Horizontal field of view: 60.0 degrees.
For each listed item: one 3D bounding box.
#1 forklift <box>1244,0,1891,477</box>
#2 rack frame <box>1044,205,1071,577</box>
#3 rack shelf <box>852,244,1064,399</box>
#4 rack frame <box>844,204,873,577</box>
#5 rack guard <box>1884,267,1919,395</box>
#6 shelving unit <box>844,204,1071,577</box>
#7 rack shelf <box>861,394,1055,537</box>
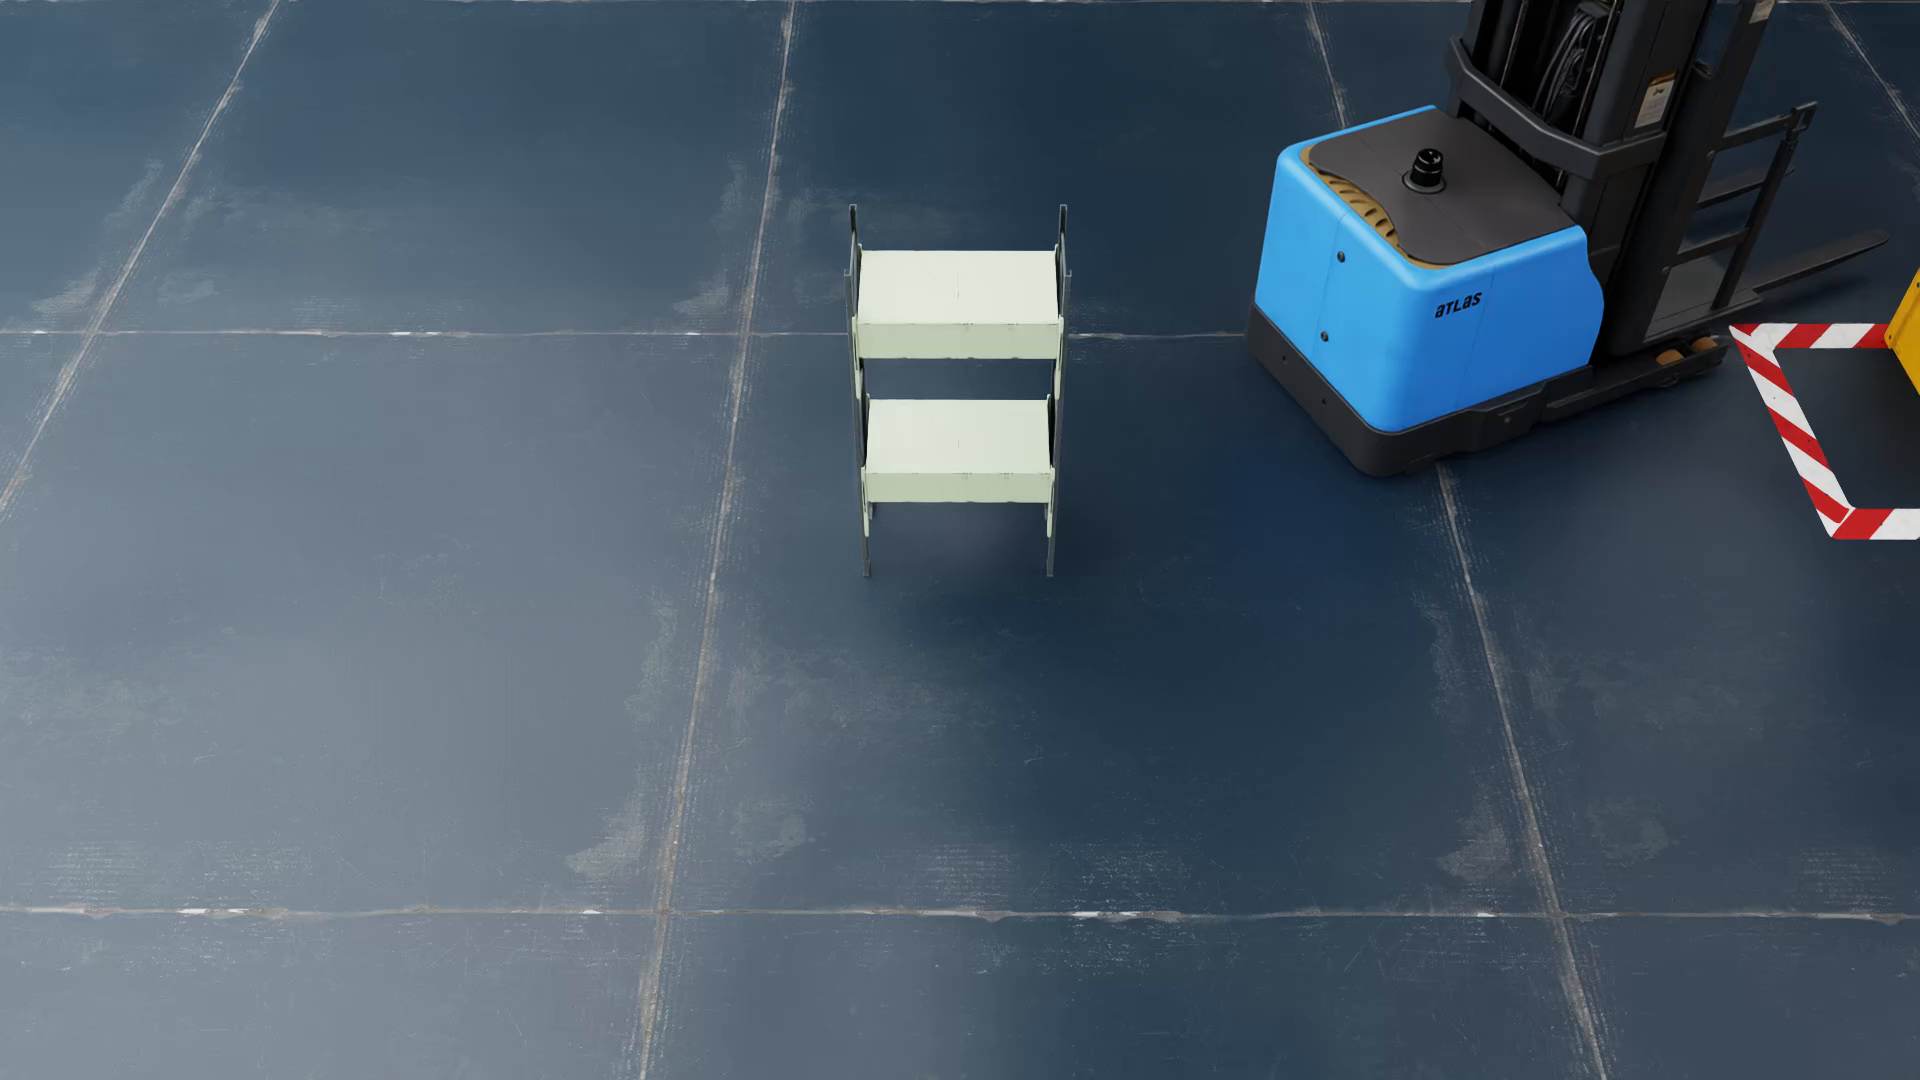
[{"bbox_3d":[2.838,-2.008,6.617,3.031,2.935,1.130,-19,50,-17],"label":"forklift"},{"bbox_3d":[0.359,-0.510,6.200,0.023,1.500,0.400,0,47,0],"label":"rack frame"},{"bbox_3d":[-0.007,-0.777,5.915,0.720,0.370,0.431,0,47,0],"label":"rack shelf"},{"bbox_3d":[-0.373,-0.512,6.202,0.023,1.500,0.400,0,47,0],"label":"rack frame"},{"bbox_3d":[4.397,-0.706,7.066,0.348,0.500,1.175,0,47,0],"label":"rack guard"},{"bbox_3d":[-0.007,-0.511,6.201,0.755,1.500,0.431,0,47,0],"label":"shelving unit"},{"bbox_3d":[-0.007,-0.289,6.440,0.720,0.370,0.431,0,47,0],"label":"rack shelf"}]
